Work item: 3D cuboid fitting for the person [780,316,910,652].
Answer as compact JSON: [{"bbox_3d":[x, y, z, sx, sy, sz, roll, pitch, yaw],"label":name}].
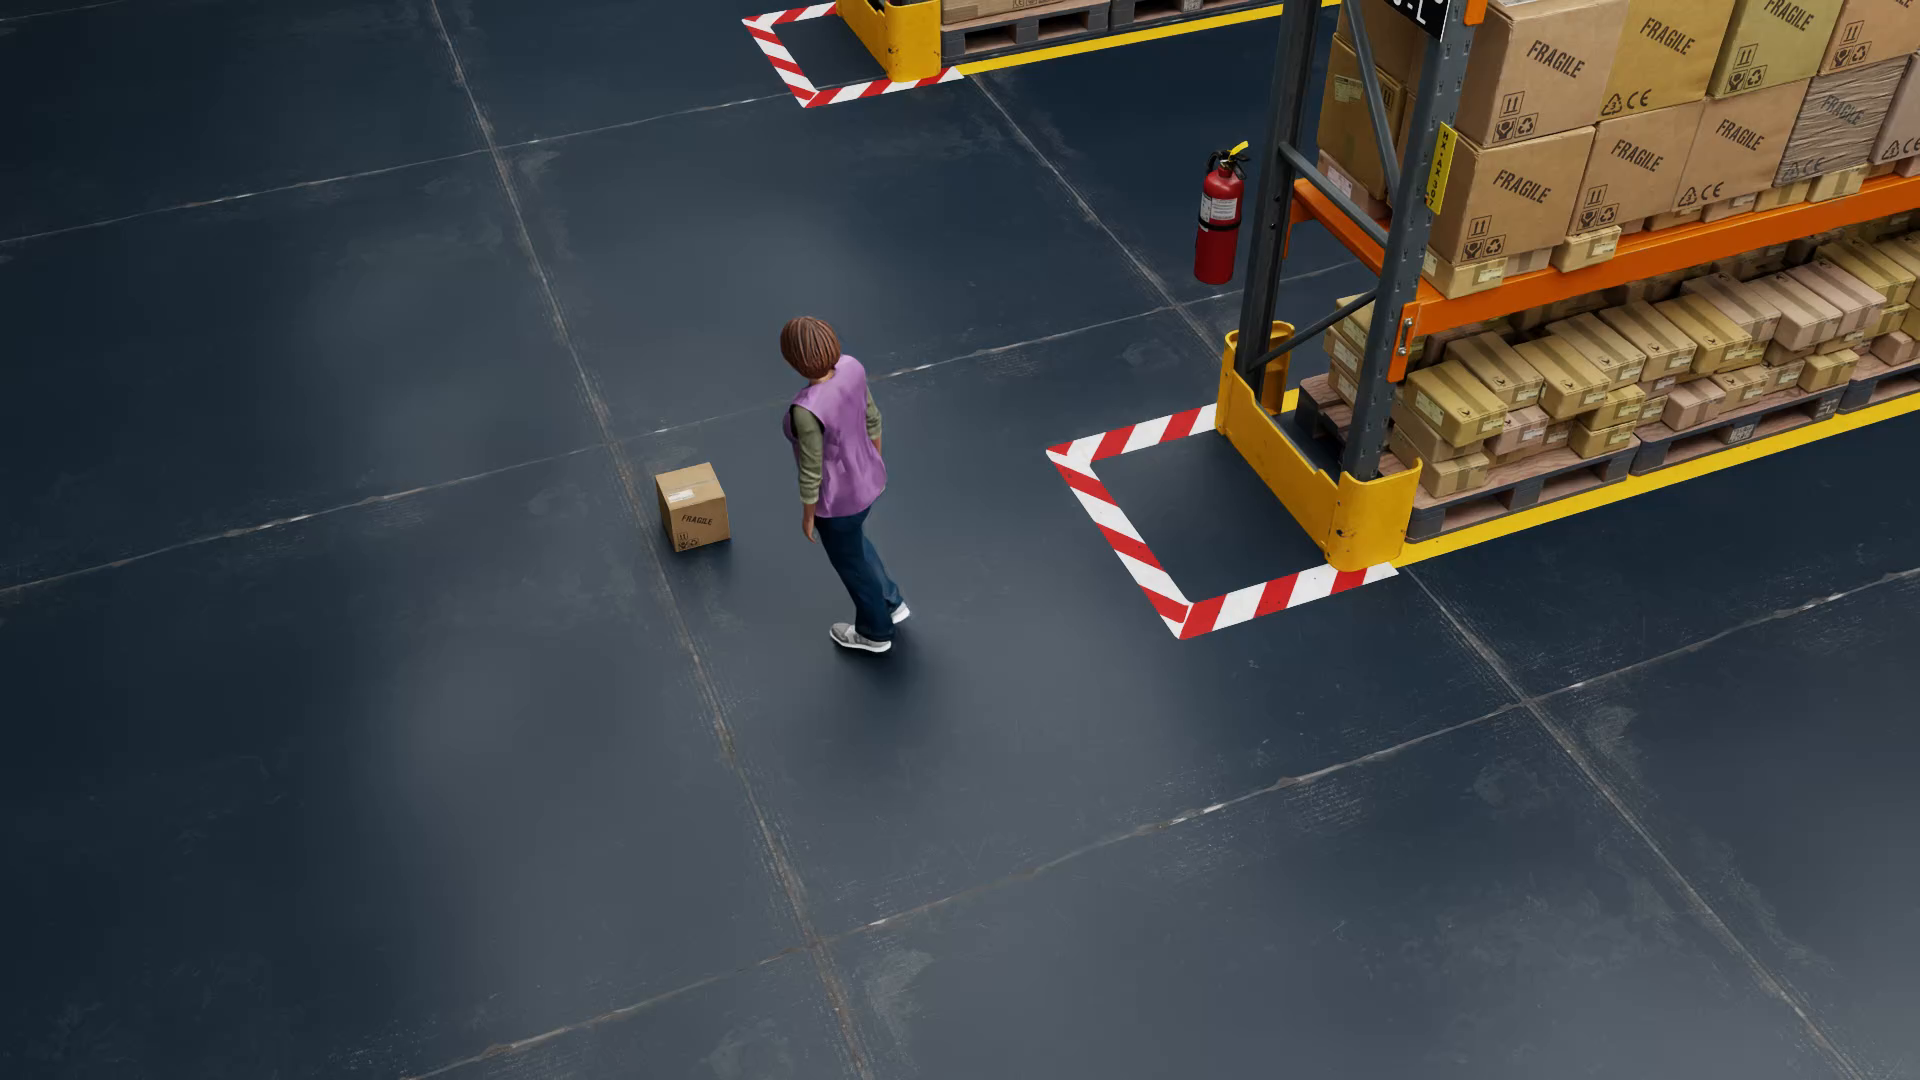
[{"bbox_3d":[-0.430,-0.167,6.340,0.420,1.581,0.440,17,45,18],"label":"person"}]
